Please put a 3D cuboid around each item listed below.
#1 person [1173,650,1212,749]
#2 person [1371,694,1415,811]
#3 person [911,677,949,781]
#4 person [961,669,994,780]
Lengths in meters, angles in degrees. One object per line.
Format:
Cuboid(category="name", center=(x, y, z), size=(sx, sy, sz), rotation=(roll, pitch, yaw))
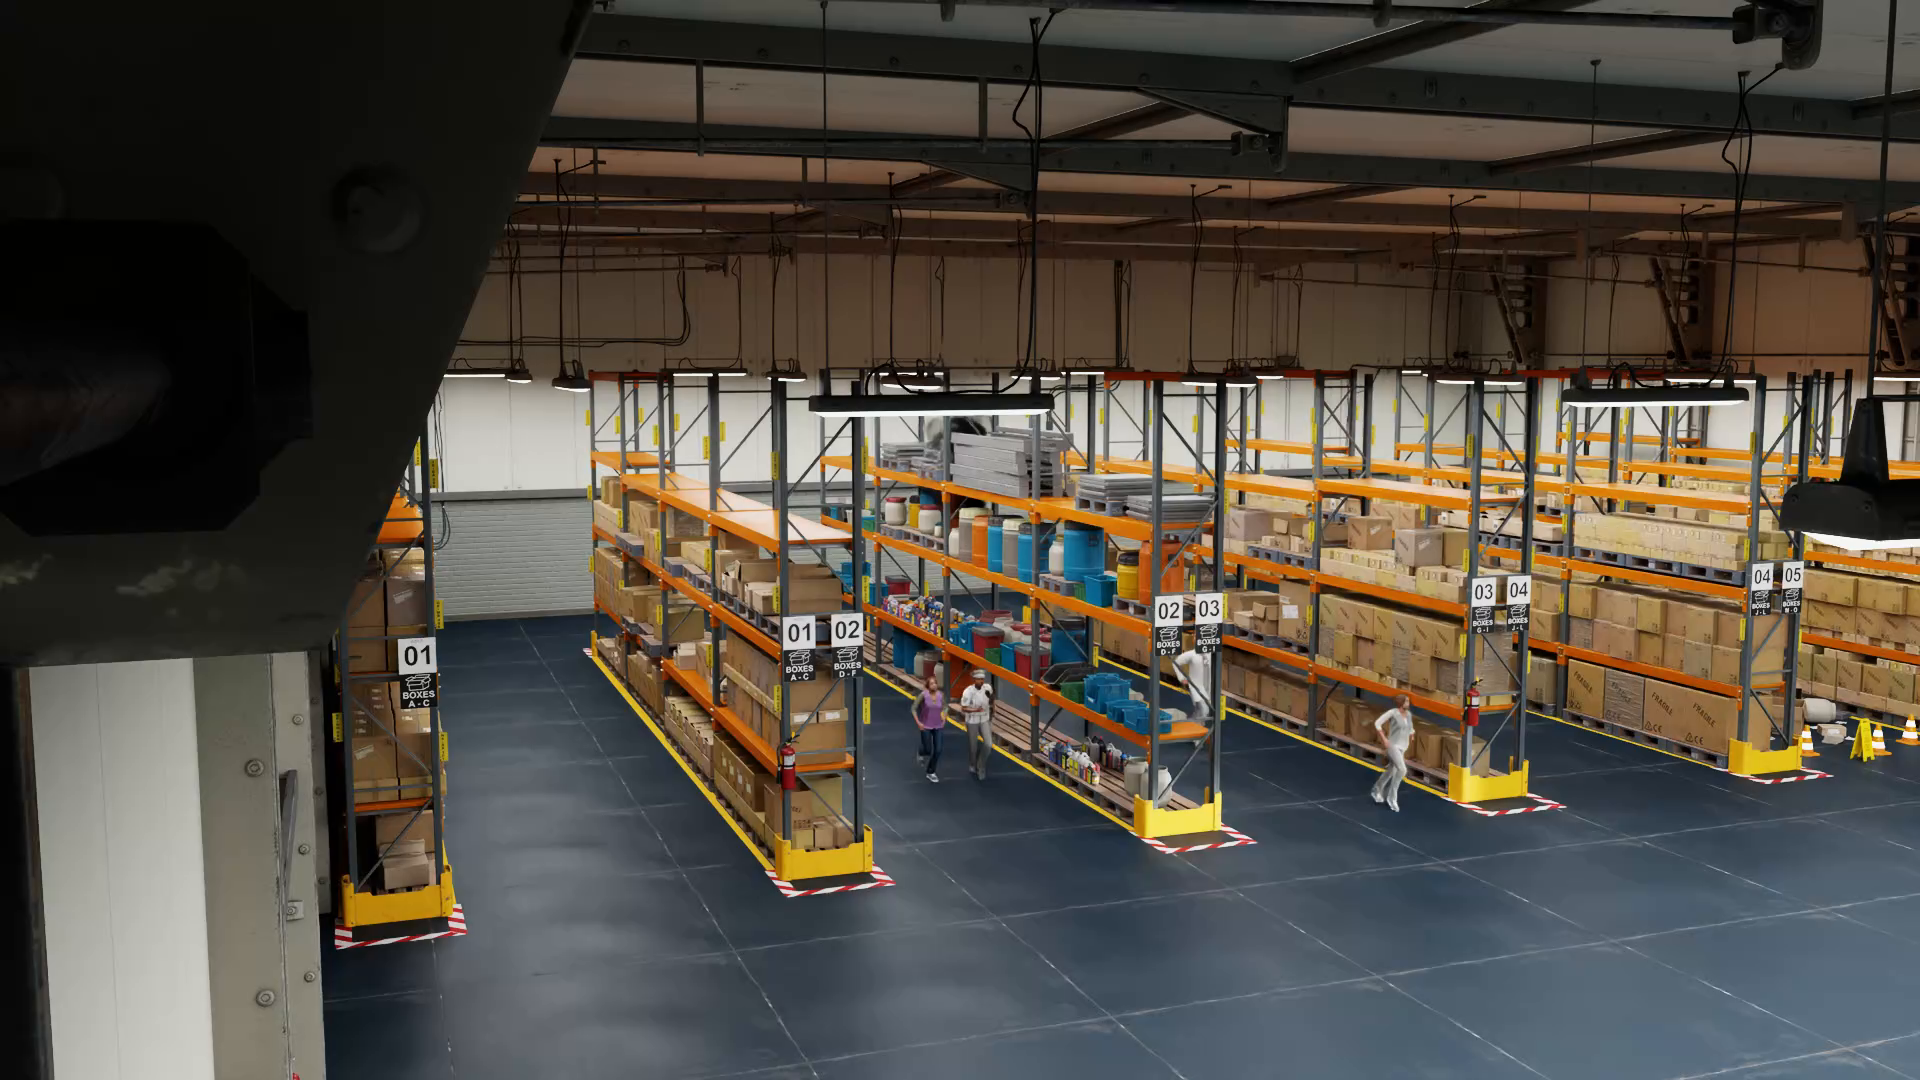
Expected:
Cuboid(category="person", center=(3.886, 2.452, 26.952), size=(0.675, 1.830, 0.810), rotation=(-4, 8, -34))
Cuboid(category="person", center=(6.124, 2.960, 23.362), size=(0.528, 1.601, 0.639), rotation=(-5, 8, -37))
Cuboid(category="person", center=(-0.441, 2.814, 24.824), size=(0.577, 1.543, 0.545), rotation=(-2, 7, -18))
Cuboid(category="person", center=(0.282, 2.728, 24.829), size=(0.602, 1.684, 0.804), rotation=(-2, 7, -17))
